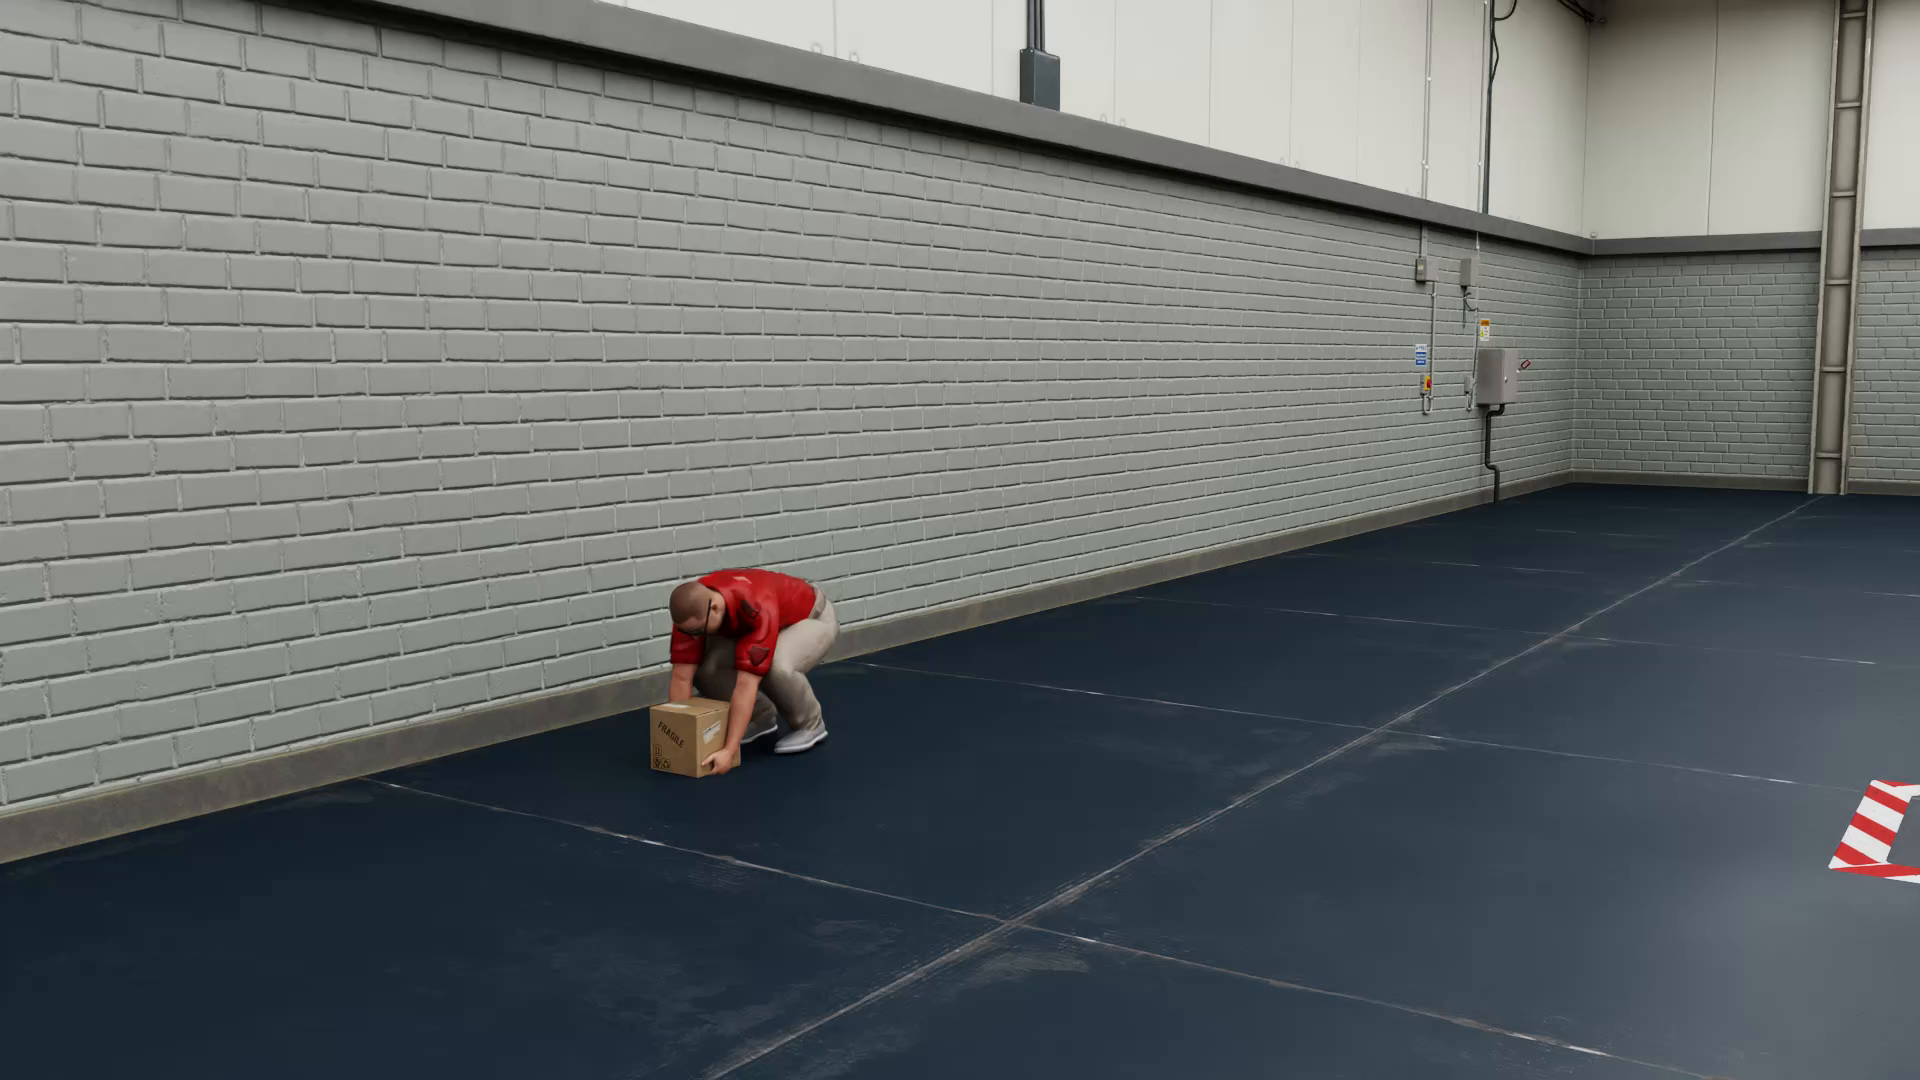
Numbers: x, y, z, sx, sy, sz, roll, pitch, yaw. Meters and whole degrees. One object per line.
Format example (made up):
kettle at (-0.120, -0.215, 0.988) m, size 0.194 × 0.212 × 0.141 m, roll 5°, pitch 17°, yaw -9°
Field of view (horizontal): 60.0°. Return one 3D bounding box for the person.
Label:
person at (-0.871, 0.502, 6.800) m, size 0.529 × 0.784 × 0.936 m, roll 4°, pitch 7°, yaw 32°
